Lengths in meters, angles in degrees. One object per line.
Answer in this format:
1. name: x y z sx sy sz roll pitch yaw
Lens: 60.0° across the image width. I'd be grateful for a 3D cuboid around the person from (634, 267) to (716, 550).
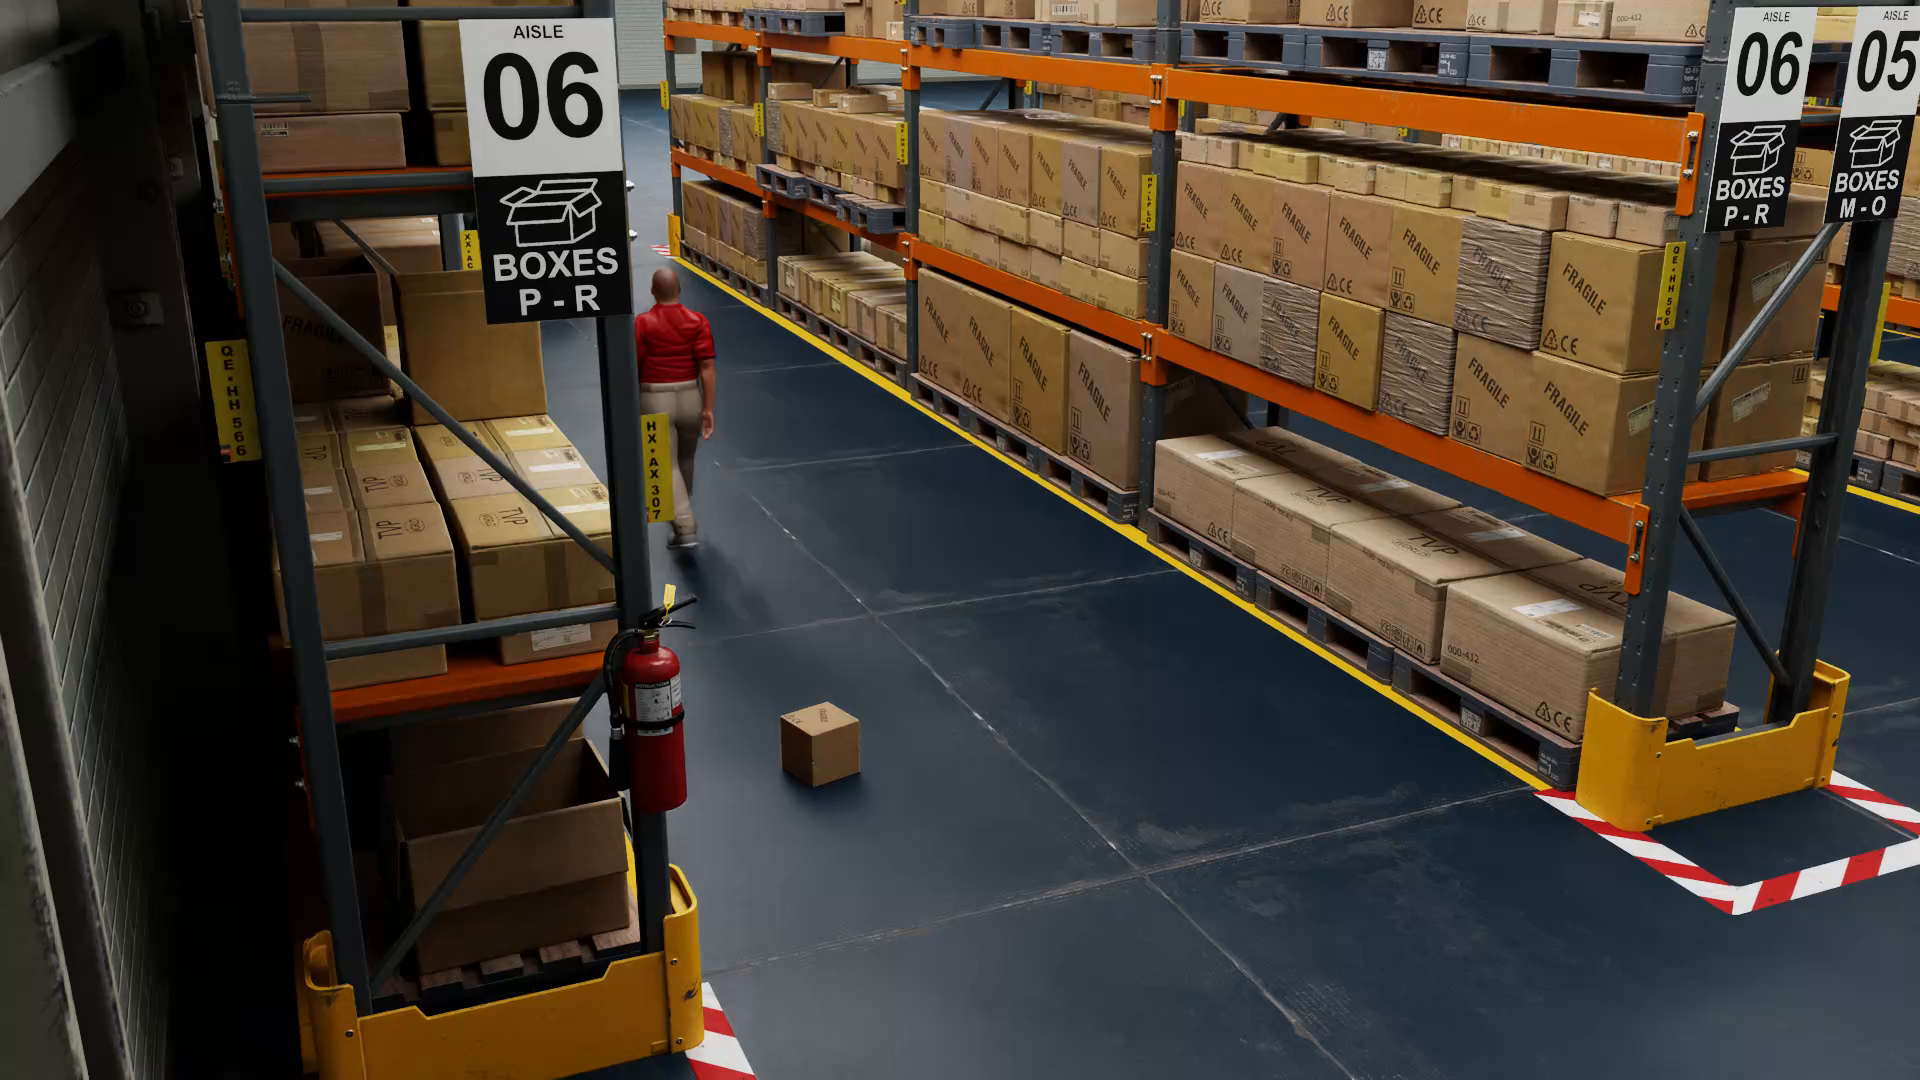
1. person: -1.770 -0.817 10.000 0.536 1.670 1.049 -10 21 -27
